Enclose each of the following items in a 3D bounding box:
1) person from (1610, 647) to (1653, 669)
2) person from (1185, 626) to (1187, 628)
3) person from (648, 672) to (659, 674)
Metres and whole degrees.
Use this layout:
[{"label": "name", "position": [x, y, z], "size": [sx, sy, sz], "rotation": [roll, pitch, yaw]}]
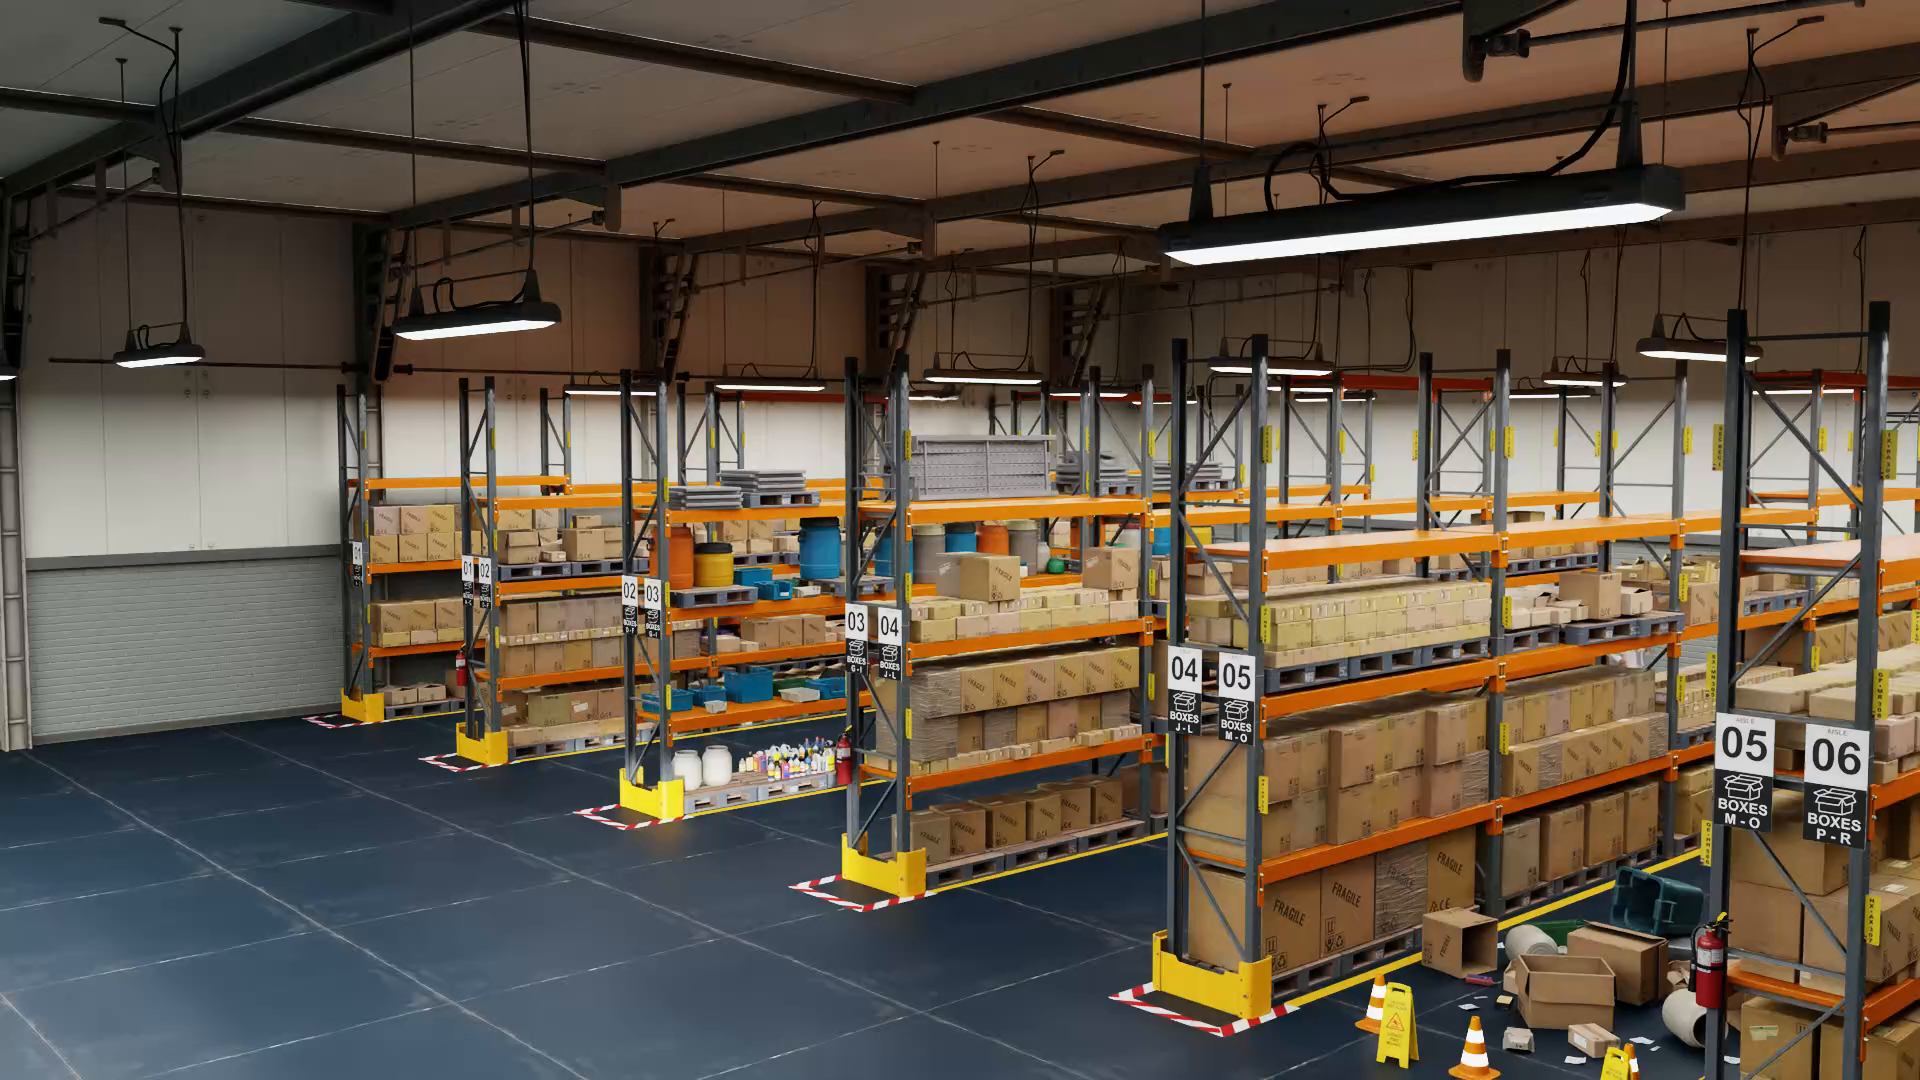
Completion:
[{"label": "person", "position": [12.113, 2.335, 30.016], "size": [0.710, 1.801, 0.783], "rotation": [-2, 4, -30]}, {"label": "person", "position": [4.350, 2.119, 34.240], "size": [0.608, 1.704, 0.717], "rotation": [3, 5, 39]}, {"label": "person", "position": [-5.568, 2.348, 30.720], "size": [0.578, 1.649, 0.791], "rotation": [2, 4, 31]}]
